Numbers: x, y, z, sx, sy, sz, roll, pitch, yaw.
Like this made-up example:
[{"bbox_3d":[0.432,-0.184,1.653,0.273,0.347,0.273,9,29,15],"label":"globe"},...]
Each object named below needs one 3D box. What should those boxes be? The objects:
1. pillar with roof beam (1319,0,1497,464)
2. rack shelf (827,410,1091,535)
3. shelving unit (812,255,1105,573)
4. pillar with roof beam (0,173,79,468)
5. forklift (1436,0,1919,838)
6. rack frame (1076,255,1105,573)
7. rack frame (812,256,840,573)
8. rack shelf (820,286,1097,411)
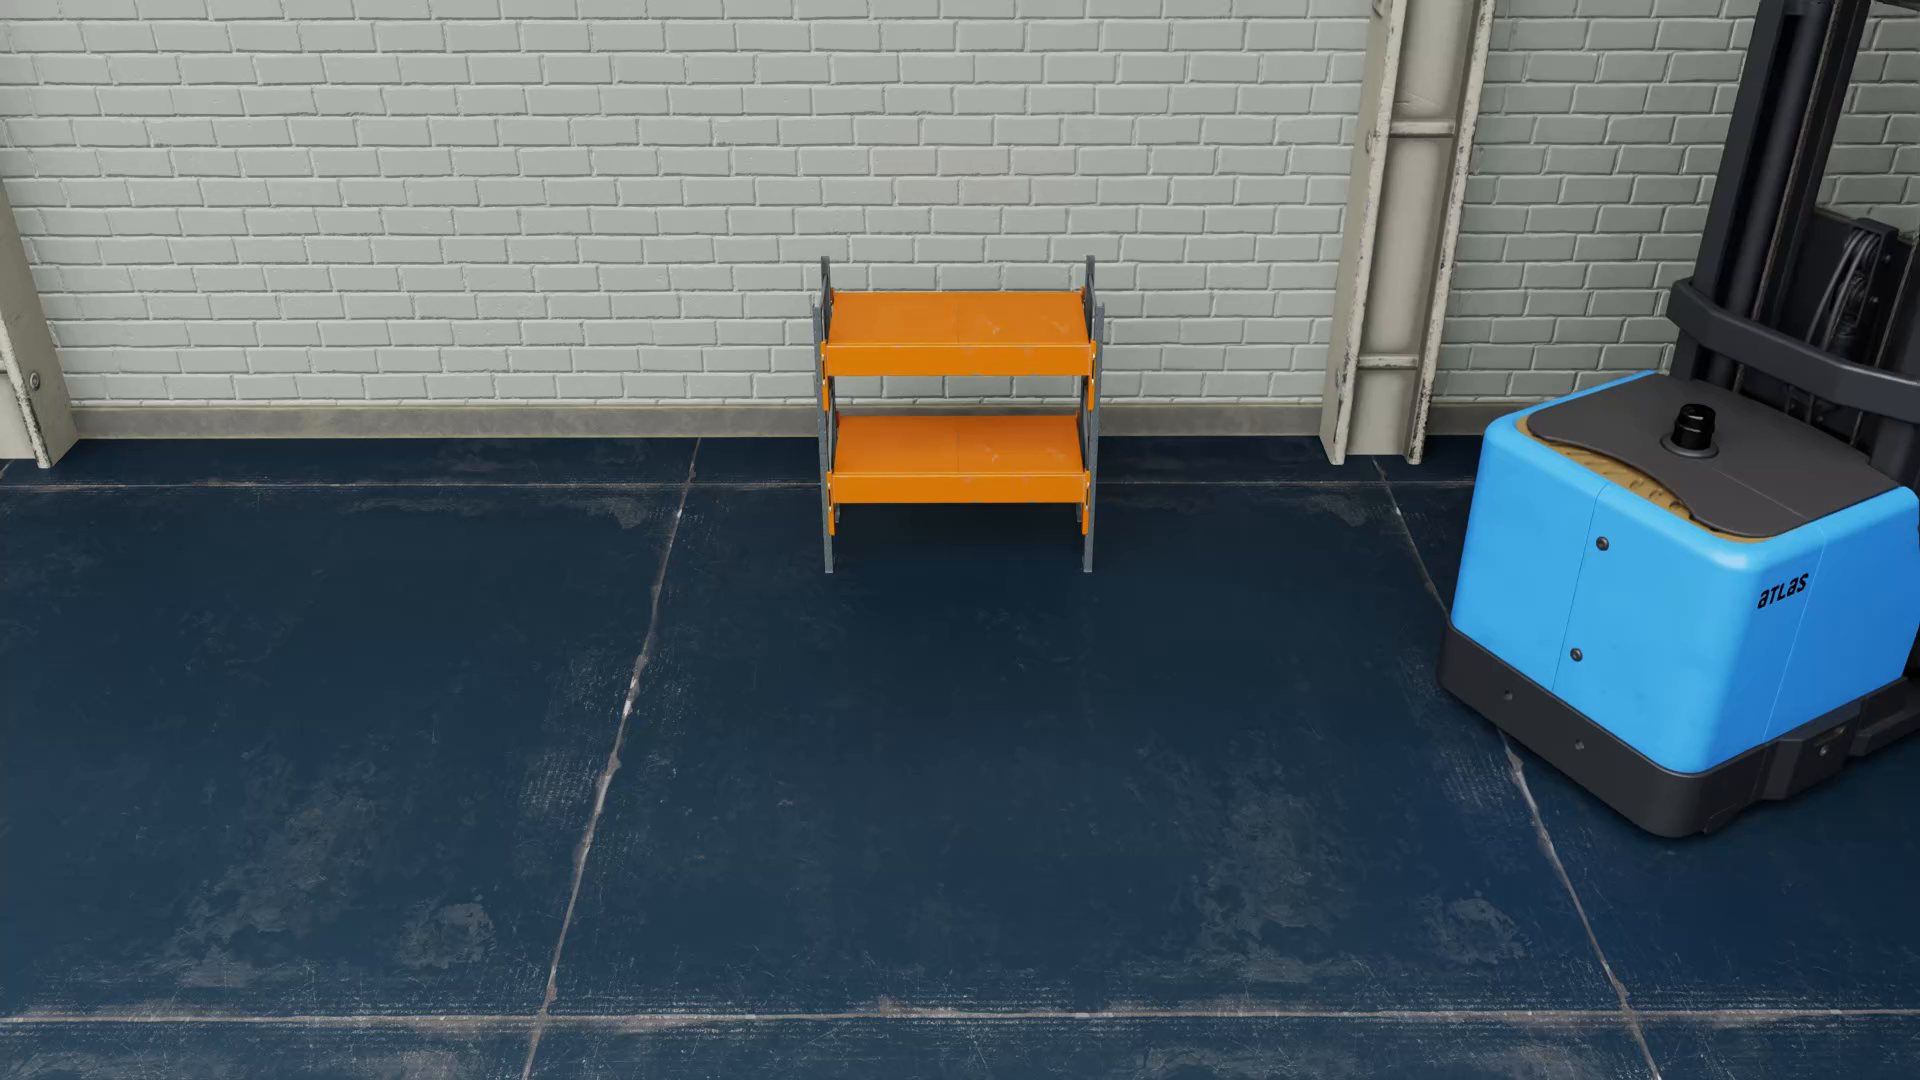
[{"bbox_3d":[1.853,-2.027,1.416,0.400,9.000,9.100,0,31,0],"label":"pillar with roof beam"},{"bbox_3d":[-0.007,-0.272,6.585,1.000,0.278,0.538,0,31,0],"label":"rack shelf"},{"bbox_3d":[-0.007,-0.481,6.458,1.048,1.125,0.538,0,31,0],"label":"shelving unit"},{"bbox_3d":[-4.147,-2.008,1.385,0.400,9.000,9.100,0,31,0],"label":"pillar with roof beam"},{"bbox_3d":[3.198,-0.888,5.388,3.031,2.935,1.130,-17,35,-26],"label":"forklift"},{"bbox_3d":[0.502,-0.482,6.461,0.032,1.125,0.500,0,31,0],"label":"rack frame"},{"bbox_3d":[-0.515,-0.479,6.456,0.032,1.125,0.500,0,31,0],"label":"rack frame"},{"bbox_3d":[-0.007,-0.731,6.306,1.000,0.278,0.538,0,31,0],"label":"rack shelf"}]
